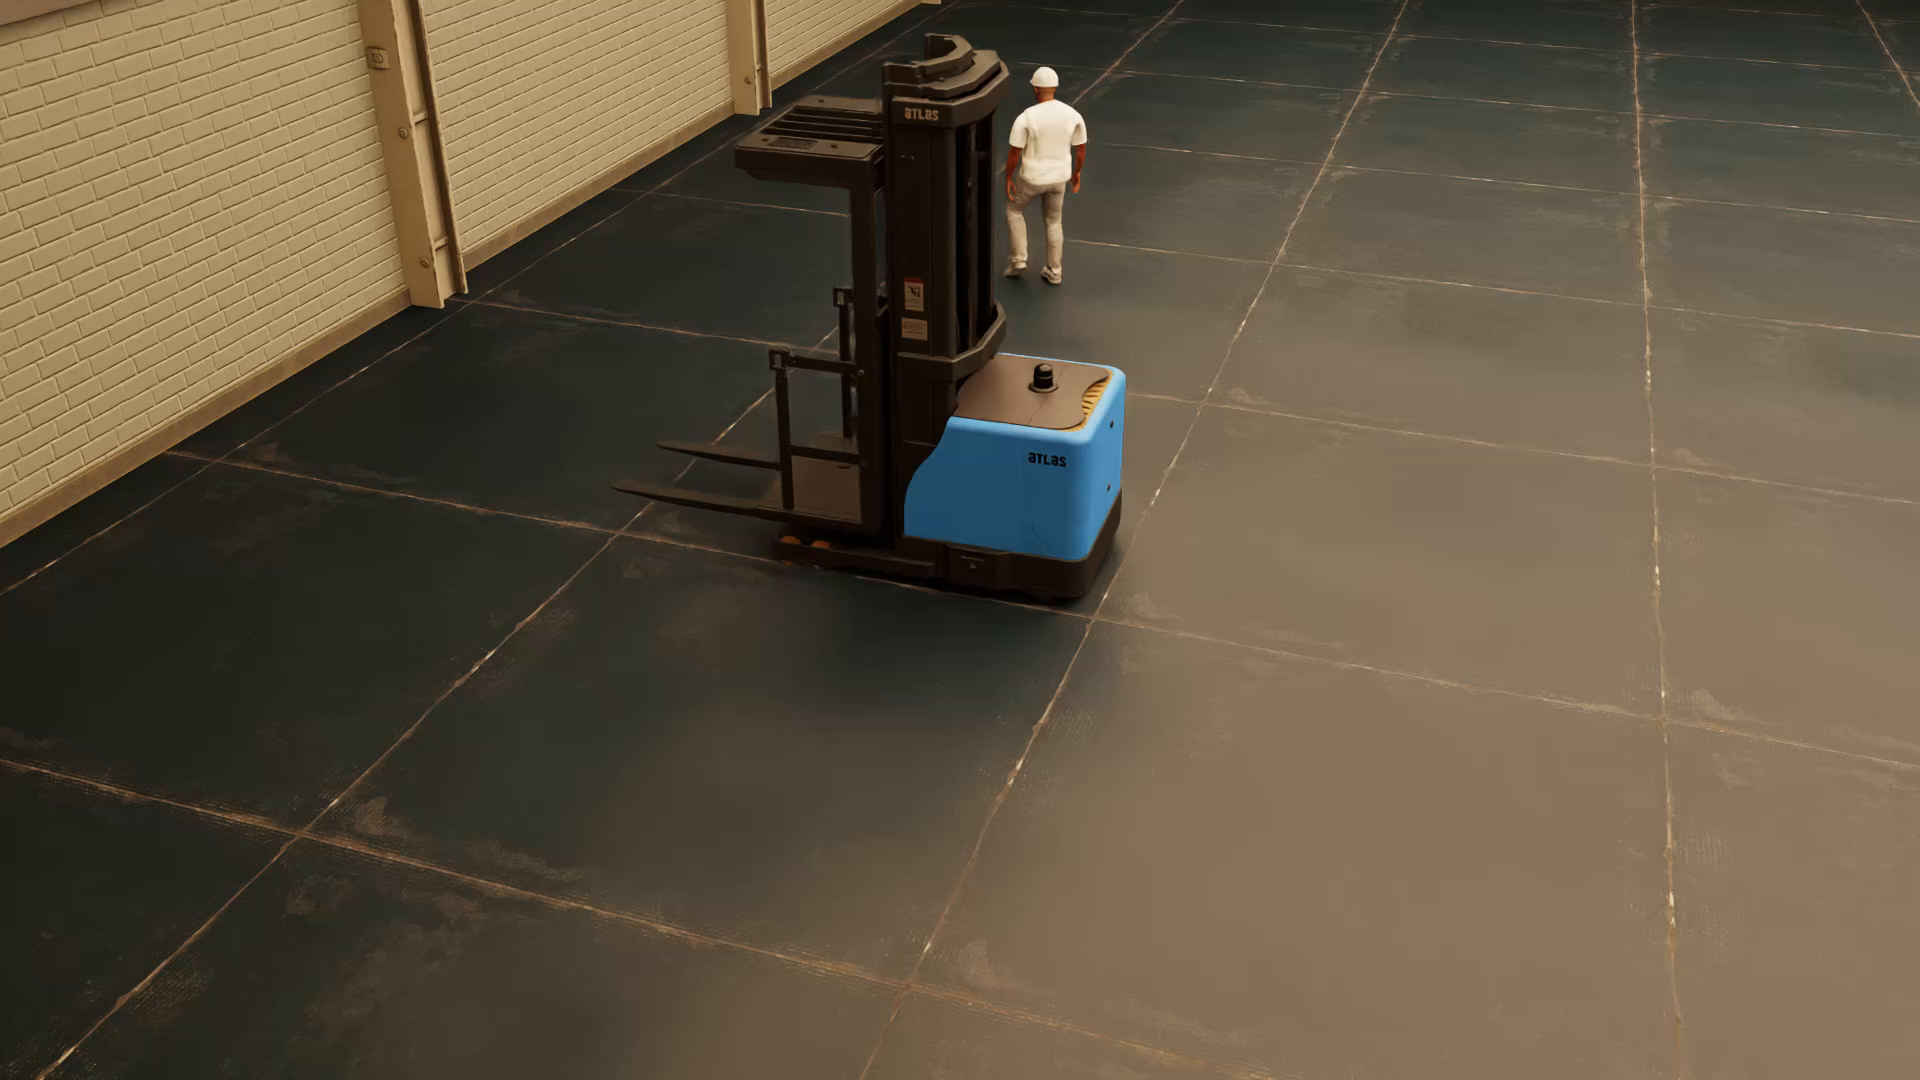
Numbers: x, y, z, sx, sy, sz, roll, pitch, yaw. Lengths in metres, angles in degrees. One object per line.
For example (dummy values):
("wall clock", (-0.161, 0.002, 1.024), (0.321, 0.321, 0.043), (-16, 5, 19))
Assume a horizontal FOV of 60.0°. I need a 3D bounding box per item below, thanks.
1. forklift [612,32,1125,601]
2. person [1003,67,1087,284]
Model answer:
("forklift", (-0.599, -1.340, 9.487), (3.031, 2.935, 1.130), (9, 31, 15))
("person", (0.665, -2.961, 13.573), (0.677, 1.786, 0.498), (-9, 31, -16))
